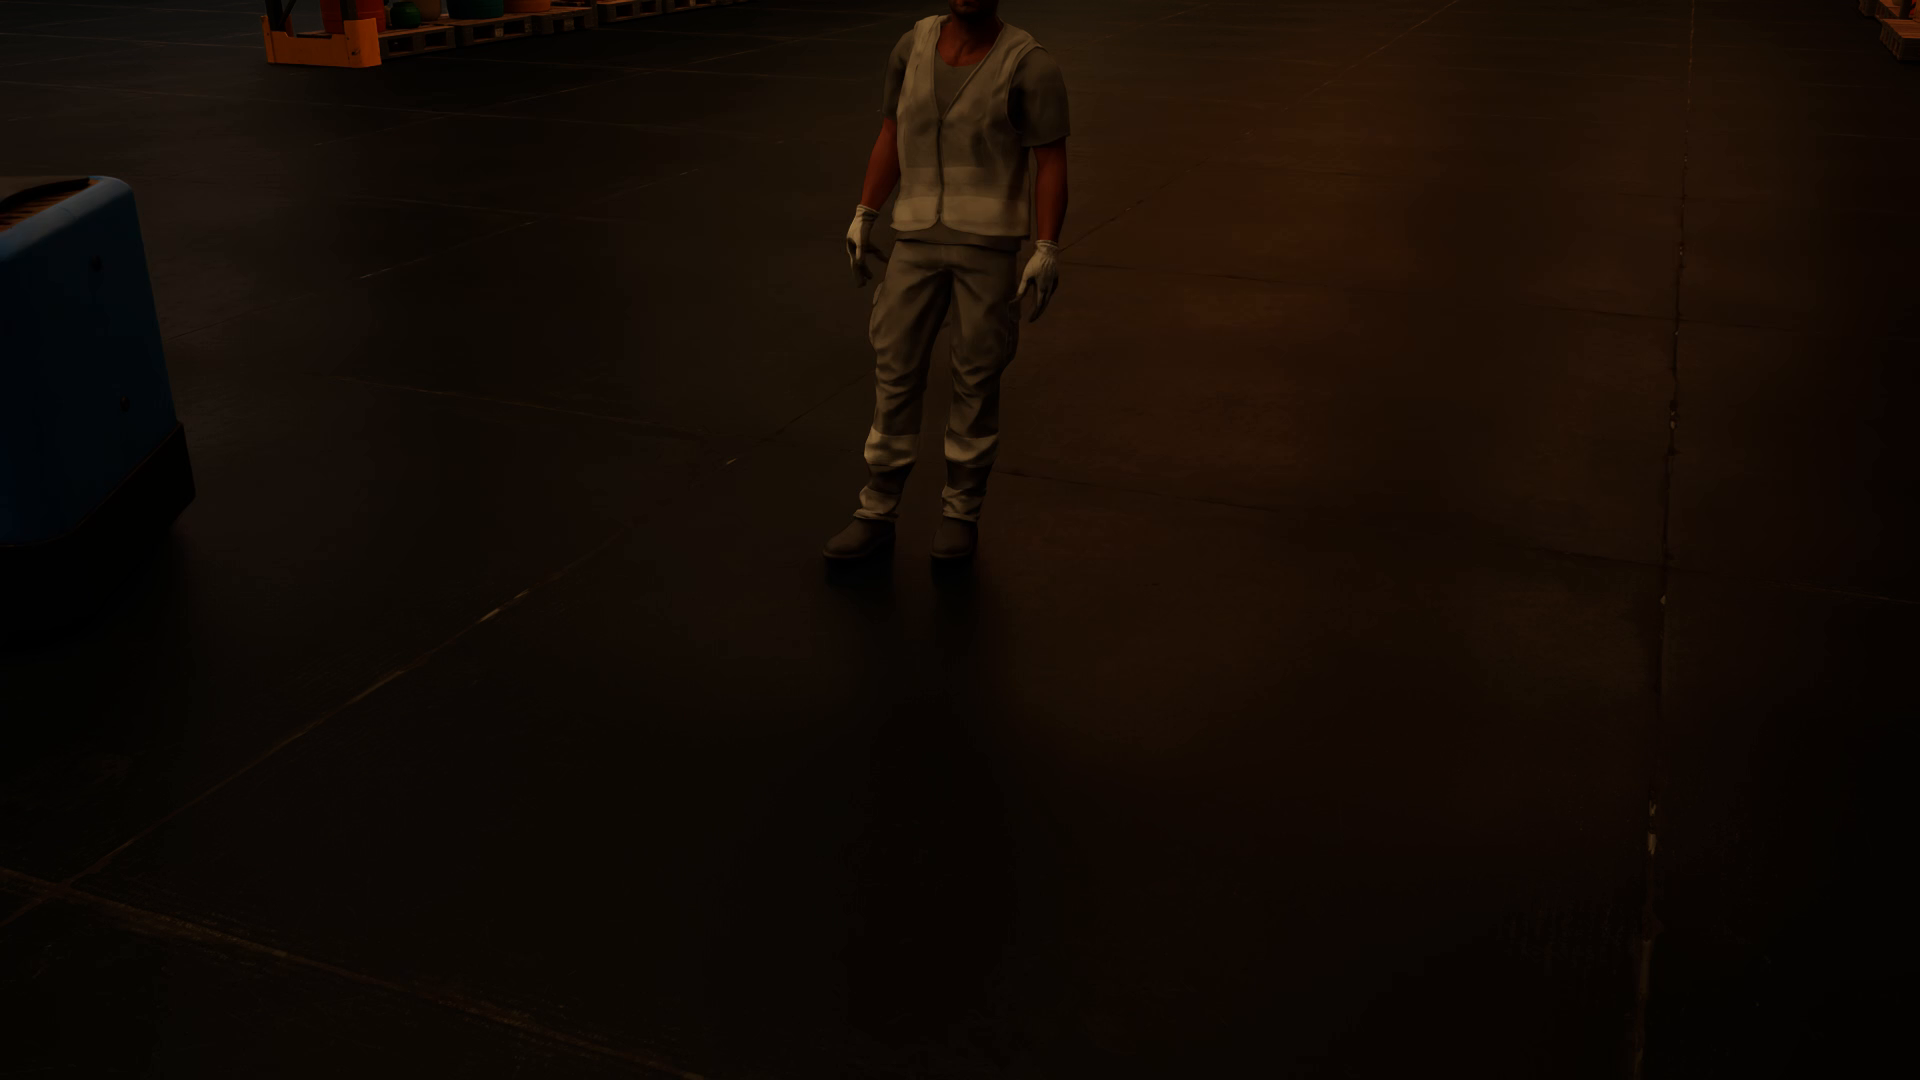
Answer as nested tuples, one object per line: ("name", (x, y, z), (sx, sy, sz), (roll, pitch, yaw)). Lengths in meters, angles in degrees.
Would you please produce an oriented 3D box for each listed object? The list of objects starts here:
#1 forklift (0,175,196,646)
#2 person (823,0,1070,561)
("forklift", (-3.865, -1.195, 4.151), (3.031, 2.935, 1.130), (-2, 23, -6))
("person", (-0.042, -0.806, 4.681), (0.637, 1.787, 0.564), (9, 24, 21))
